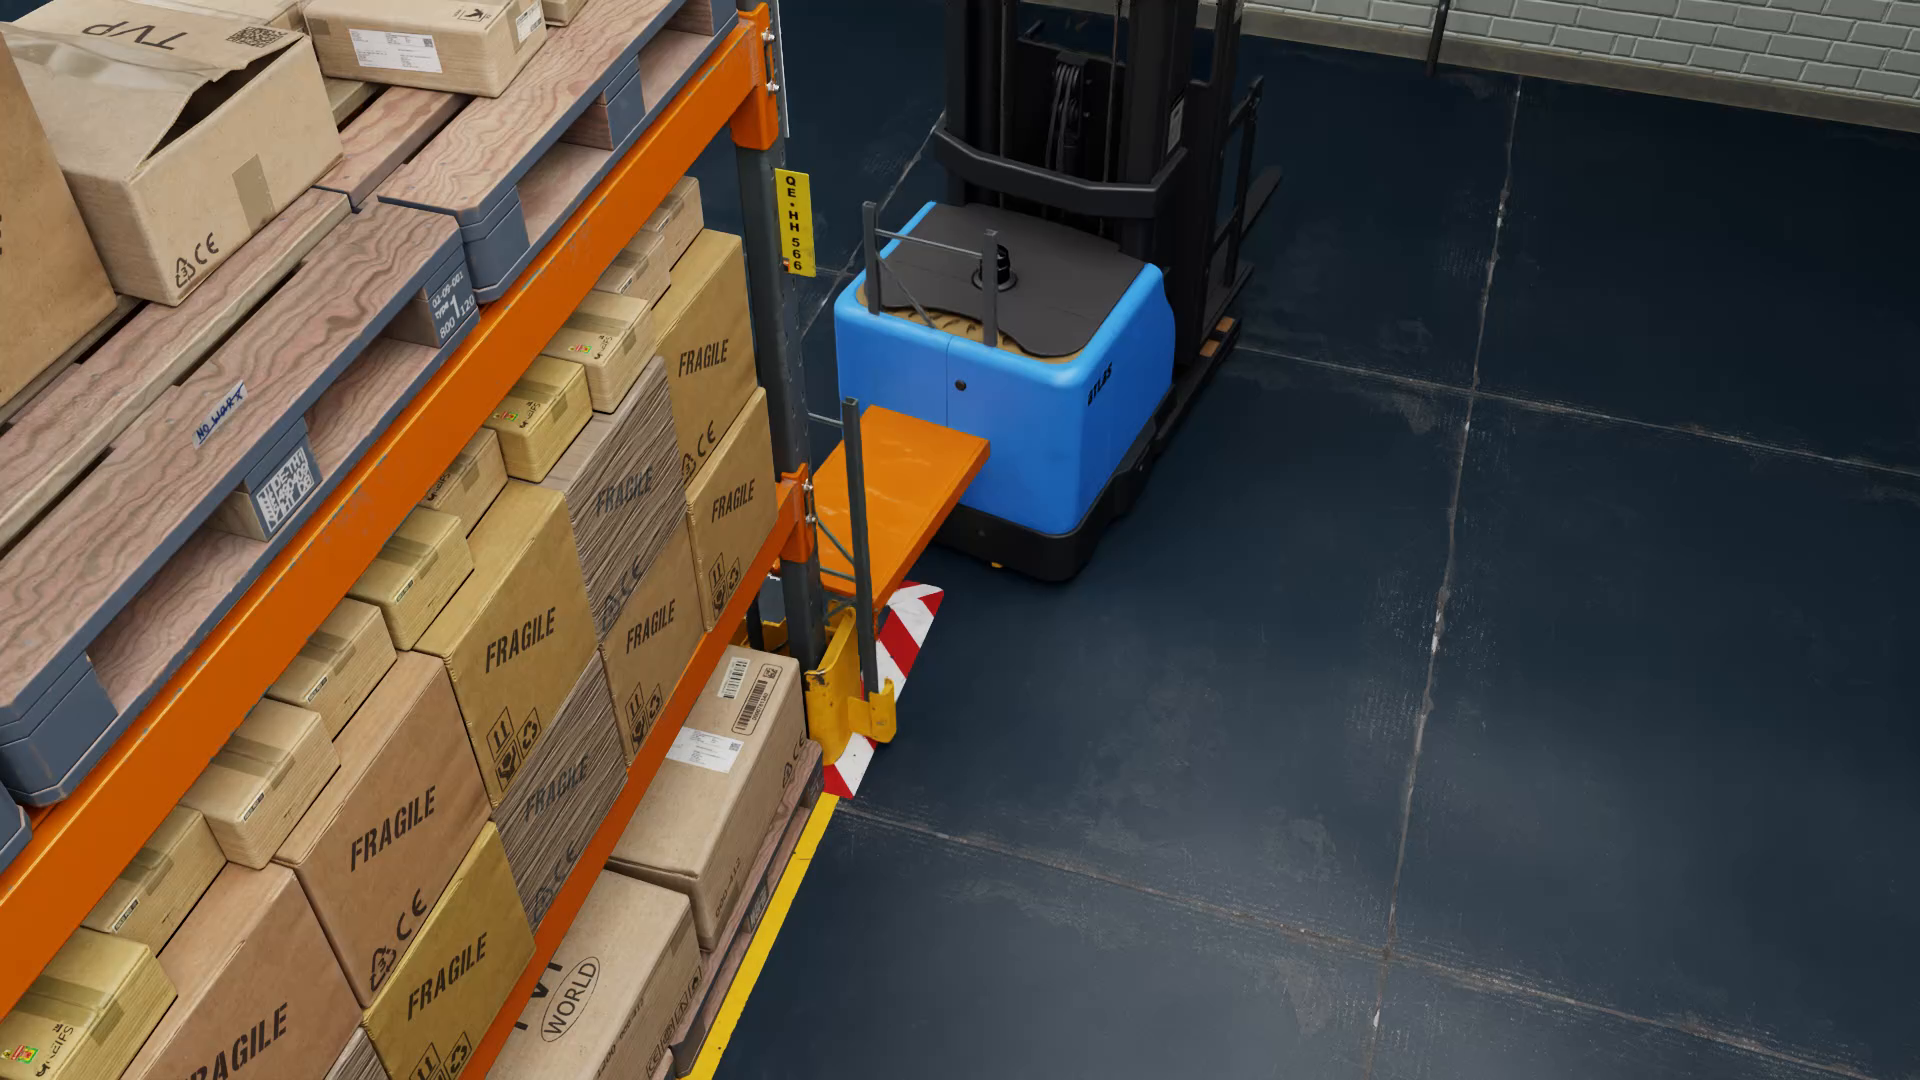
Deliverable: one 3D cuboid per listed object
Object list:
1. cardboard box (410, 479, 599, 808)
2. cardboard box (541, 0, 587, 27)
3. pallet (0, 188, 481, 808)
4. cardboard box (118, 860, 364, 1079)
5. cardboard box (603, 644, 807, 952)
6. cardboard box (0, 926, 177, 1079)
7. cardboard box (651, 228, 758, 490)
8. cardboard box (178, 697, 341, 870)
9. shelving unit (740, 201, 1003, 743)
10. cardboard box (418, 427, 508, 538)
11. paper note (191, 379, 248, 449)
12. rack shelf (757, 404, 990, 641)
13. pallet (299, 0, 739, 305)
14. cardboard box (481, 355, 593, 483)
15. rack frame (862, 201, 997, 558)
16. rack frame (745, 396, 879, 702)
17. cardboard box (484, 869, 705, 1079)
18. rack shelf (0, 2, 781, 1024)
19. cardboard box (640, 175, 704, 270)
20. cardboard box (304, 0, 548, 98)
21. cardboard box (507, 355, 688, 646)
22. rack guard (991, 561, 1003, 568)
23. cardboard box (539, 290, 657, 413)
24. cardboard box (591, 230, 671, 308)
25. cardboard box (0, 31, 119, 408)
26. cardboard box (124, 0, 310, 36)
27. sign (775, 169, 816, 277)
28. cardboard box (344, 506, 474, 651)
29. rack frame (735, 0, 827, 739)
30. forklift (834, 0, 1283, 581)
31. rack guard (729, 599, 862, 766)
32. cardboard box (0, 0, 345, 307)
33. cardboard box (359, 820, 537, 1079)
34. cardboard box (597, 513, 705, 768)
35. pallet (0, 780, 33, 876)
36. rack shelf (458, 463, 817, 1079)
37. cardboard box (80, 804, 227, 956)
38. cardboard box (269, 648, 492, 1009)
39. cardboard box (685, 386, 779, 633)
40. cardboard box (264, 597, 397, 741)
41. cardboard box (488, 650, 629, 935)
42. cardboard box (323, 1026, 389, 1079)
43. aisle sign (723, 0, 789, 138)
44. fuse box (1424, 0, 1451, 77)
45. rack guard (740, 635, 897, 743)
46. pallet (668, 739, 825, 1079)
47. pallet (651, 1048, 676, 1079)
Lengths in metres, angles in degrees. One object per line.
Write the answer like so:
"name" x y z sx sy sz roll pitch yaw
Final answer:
"cardboard box" -1.160 0.186 3.629 0.500 0.500 0.500 12 46 12
"cardboard box" -1.008 -1.362 3.588 0.500 0.250 0.500 9 45 9
"pallet" -1.540 -0.204 2.733 1.003 0.211 1.213 13 46 13
"cardboard box" -1.469 0.856 2.944 0.500 0.500 0.500 13 46 13
"cardboard box" -1.062 0.750 5.370 0.875 0.438 0.875 11 45 11
"cardboard box" -1.485 0.732 2.607 0.380 0.149 0.250 11 46 11
"cardboard box" -0.877 -0.498 4.327 0.500 0.500 0.500 14 46 14
"cardboard box" -1.347 0.398 2.948 0.380 0.149 0.250 13 46 13
"shelving unit" -0.306 -0.240 5.863 0.587 1.500 1.083 17 45 19
"cardboard box" -1.190 -0.137 3.495 0.380 0.149 0.250 12 46 12
"paper note" -1.039 -0.176 2.338 0.006 0.032 0.123 13 46 13
"rack shelf" -0.307 -0.101 5.977 0.538 0.185 1.000 17 45 19
"pallet" -1.173 -1.020 3.566 1.003 0.211 1.213 13 46 13
"cardboard box" -1.043 -0.296 3.658 0.380 0.149 0.250 14 46 13
"rack frame" -0.096 -0.547 6.196 0.500 1.500 0.032 17 45 19
"rack frame" -0.523 0.078 5.517 0.500 1.500 0.032 17 45 19
"cardboard box" -1.332 1.362 4.745 0.875 0.438 0.875 14 46 14
"rack shelf" -1.563 0.042 2.932 1.077 0.370 4.000 13 46 13
"cardboard box" -0.876 -0.820 4.193 0.380 0.149 0.250 13 46 13
"cardboard box" -1.059 -1.029 3.320 0.380 0.149 0.250 9 45 9
"cardboard box" -1.007 -0.143 3.965 0.500 0.500 0.500 13 46 13
"rack guard" -0.087 -0.083 6.615 0.587 0.250 0.087 17 45 19
"cardboard box" -0.928 -0.455 3.821 0.380 0.149 0.250 12 46 12
"cardboard box" -0.930 -0.645 4.015 0.380 0.149 0.250 13 46 13
"cardboard box" -1.711 -0.458 2.485 0.500 0.500 0.500 13 46 13
"cardboard box" -1.507 -0.968 3.258 0.380 0.149 0.250 14 46 14
"sign" -0.445 -0.851 4.477 0.100 0.325 0.005 13 46 13
"cardboard box" -1.210 0.043 3.312 0.380 0.149 0.250 14 46 13
"rack frame" -0.958 -0.476 5.092 1.000 3.000 0.127 13 46 13
"forklift" 0.635 -1.918 6.615 1.130 2.935 3.031 20 48 19
"rack guard" -0.951 0.401 5.983 1.175 0.500 0.348 13 46 13
"cardboard box" -1.459 -0.715 2.883 0.500 0.311 0.500 13 46 13
"cardboard box" -1.308 0.889 3.626 0.500 0.500 0.500 14 46 14
"cardboard box" -1.018 0.197 4.333 0.500 0.500 0.500 12 46 12
"pallet" -1.911 0.606 1.904 1.003 0.211 1.213 13 46 13
"rack shelf" -1.563 1.114 3.981 1.077 0.370 4.000 13 46 13
"cardboard box" -1.487 0.548 2.796 0.380 0.149 0.250 12 46 12
"cardboard box" -1.314 0.521 3.287 0.500 0.500 0.500 12 46 12
"cardboard box" -0.852 -0.134 4.671 0.500 0.500 0.500 13 46 13
"cardboard box" -1.307 0.214 3.137 0.380 0.149 0.250 14 46 14
"cardboard box" -1.164 0.542 3.980 0.500 0.500 0.500 14 46 14
"cardboard box" -1.464 1.232 3.275 0.500 0.500 0.500 13 46 13
"aisle sign" -0.641 -1.388 4.165 0.394 0.787 0.004 13 46 13
"fuse box" 2.685 -3.237 8.835 0.539 1.711 0.414 13 46 13
"rack guard" -0.506 0.529 5.950 0.587 0.250 0.087 17 45 19
"pallet" -1.125 1.070 5.506 1.003 0.211 1.213 13 46 13
"pallet" -1.497 1.880 4.677 1.003 0.211 1.213 13 46 12
